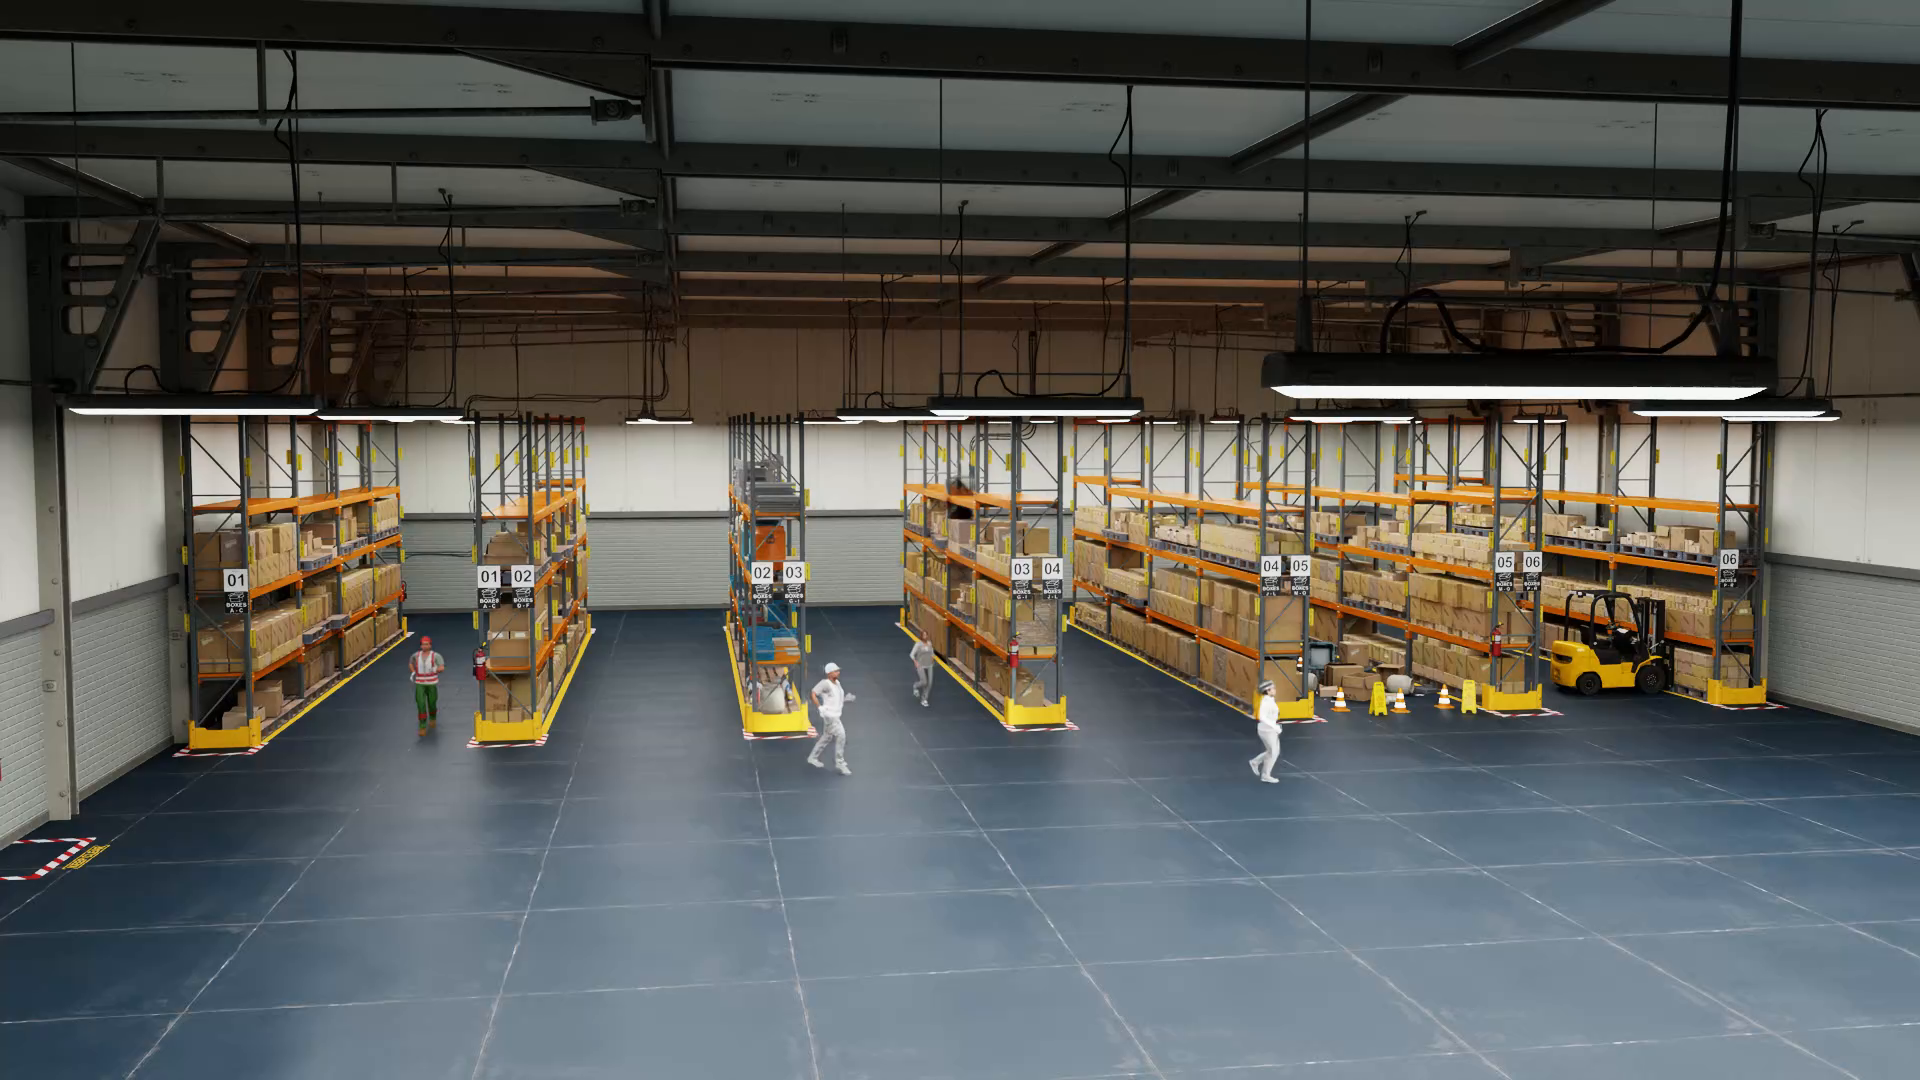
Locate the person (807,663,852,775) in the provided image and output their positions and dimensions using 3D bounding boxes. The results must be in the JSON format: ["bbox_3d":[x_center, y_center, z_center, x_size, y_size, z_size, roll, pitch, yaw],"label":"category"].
[{"bbox_3d":[-2.139,2.956,27.569,0.783,1.846,0.662,1,4,9],"label":"person"}]

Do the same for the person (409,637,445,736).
[{"bbox_3d":[-9.925,2.688,30.931,0.656,1.783,0.948,-1,4,-11],"label":"person"}]

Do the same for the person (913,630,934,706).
[{"bbox_3d":[-0.760,2.626,34.236,0.496,1.557,0.549,-2,4,-26],"label":"person"}]

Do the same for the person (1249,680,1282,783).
[{"bbox_3d":[4.910,3.075,26.758,0.550,1.662,0.581,1,4,18],"label":"person"}]
